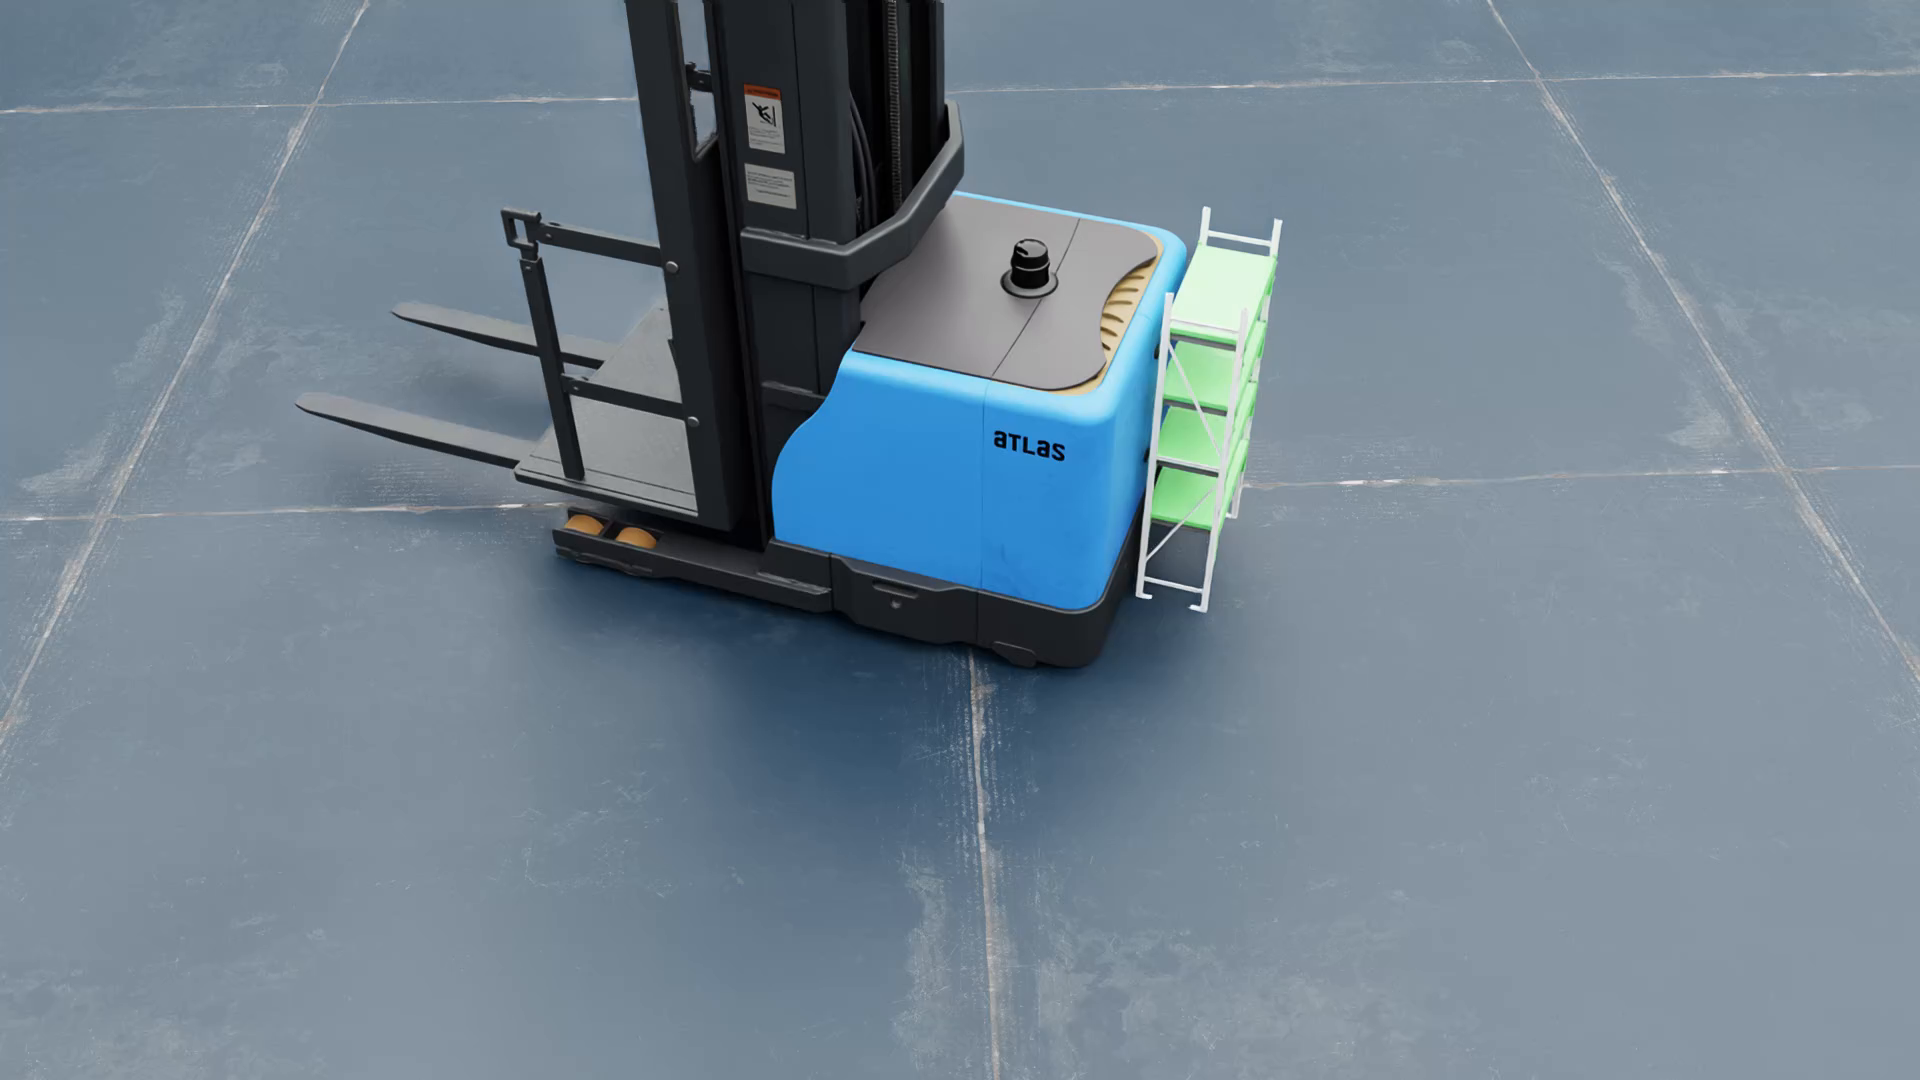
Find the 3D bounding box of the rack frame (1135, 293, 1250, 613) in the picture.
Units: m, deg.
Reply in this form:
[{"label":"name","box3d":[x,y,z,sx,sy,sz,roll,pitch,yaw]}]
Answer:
[{"label":"rack frame","box3d":[0.701,-0.233,5.116,0.240,1.200,0.015,13,44,14]}]

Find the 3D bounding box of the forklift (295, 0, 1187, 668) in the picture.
[{"label":"forklift","box3d":[-0.847,-1.280,4.978,3.031,2.935,1.130,13,44,14]}]

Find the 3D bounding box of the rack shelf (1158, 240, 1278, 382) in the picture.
[{"label":"rack shelf","box3d":[0.779,-0.696,5.005,0.258,0.148,0.480,13,44,14]}]

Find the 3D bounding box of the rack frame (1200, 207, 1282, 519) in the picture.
[{"label":"rack frame","box3d":[0.858,-0.545,5.457,0.240,1.200,0.015,13,44,14]}]

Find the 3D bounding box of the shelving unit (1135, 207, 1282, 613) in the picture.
[{"label":"shelving unit","box3d":[0.779,-0.389,5.286,0.258,1.200,0.503,13,44,14]}]

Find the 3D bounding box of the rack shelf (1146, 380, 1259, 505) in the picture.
[{"label":"rack shelf","box3d":[0.779,-0.342,5.329,0.258,0.148,0.480,13,44,14]}]

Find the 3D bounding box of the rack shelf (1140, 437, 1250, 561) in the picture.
[{"label":"rack shelf","box3d":[0.779,-0.165,5.492,0.258,0.148,0.480,13,44,14]}]

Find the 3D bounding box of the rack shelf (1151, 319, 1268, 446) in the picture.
[{"label":"rack shelf","box3d":[0.779,-0.519,5.167,0.258,0.148,0.480,13,44,14]}]
